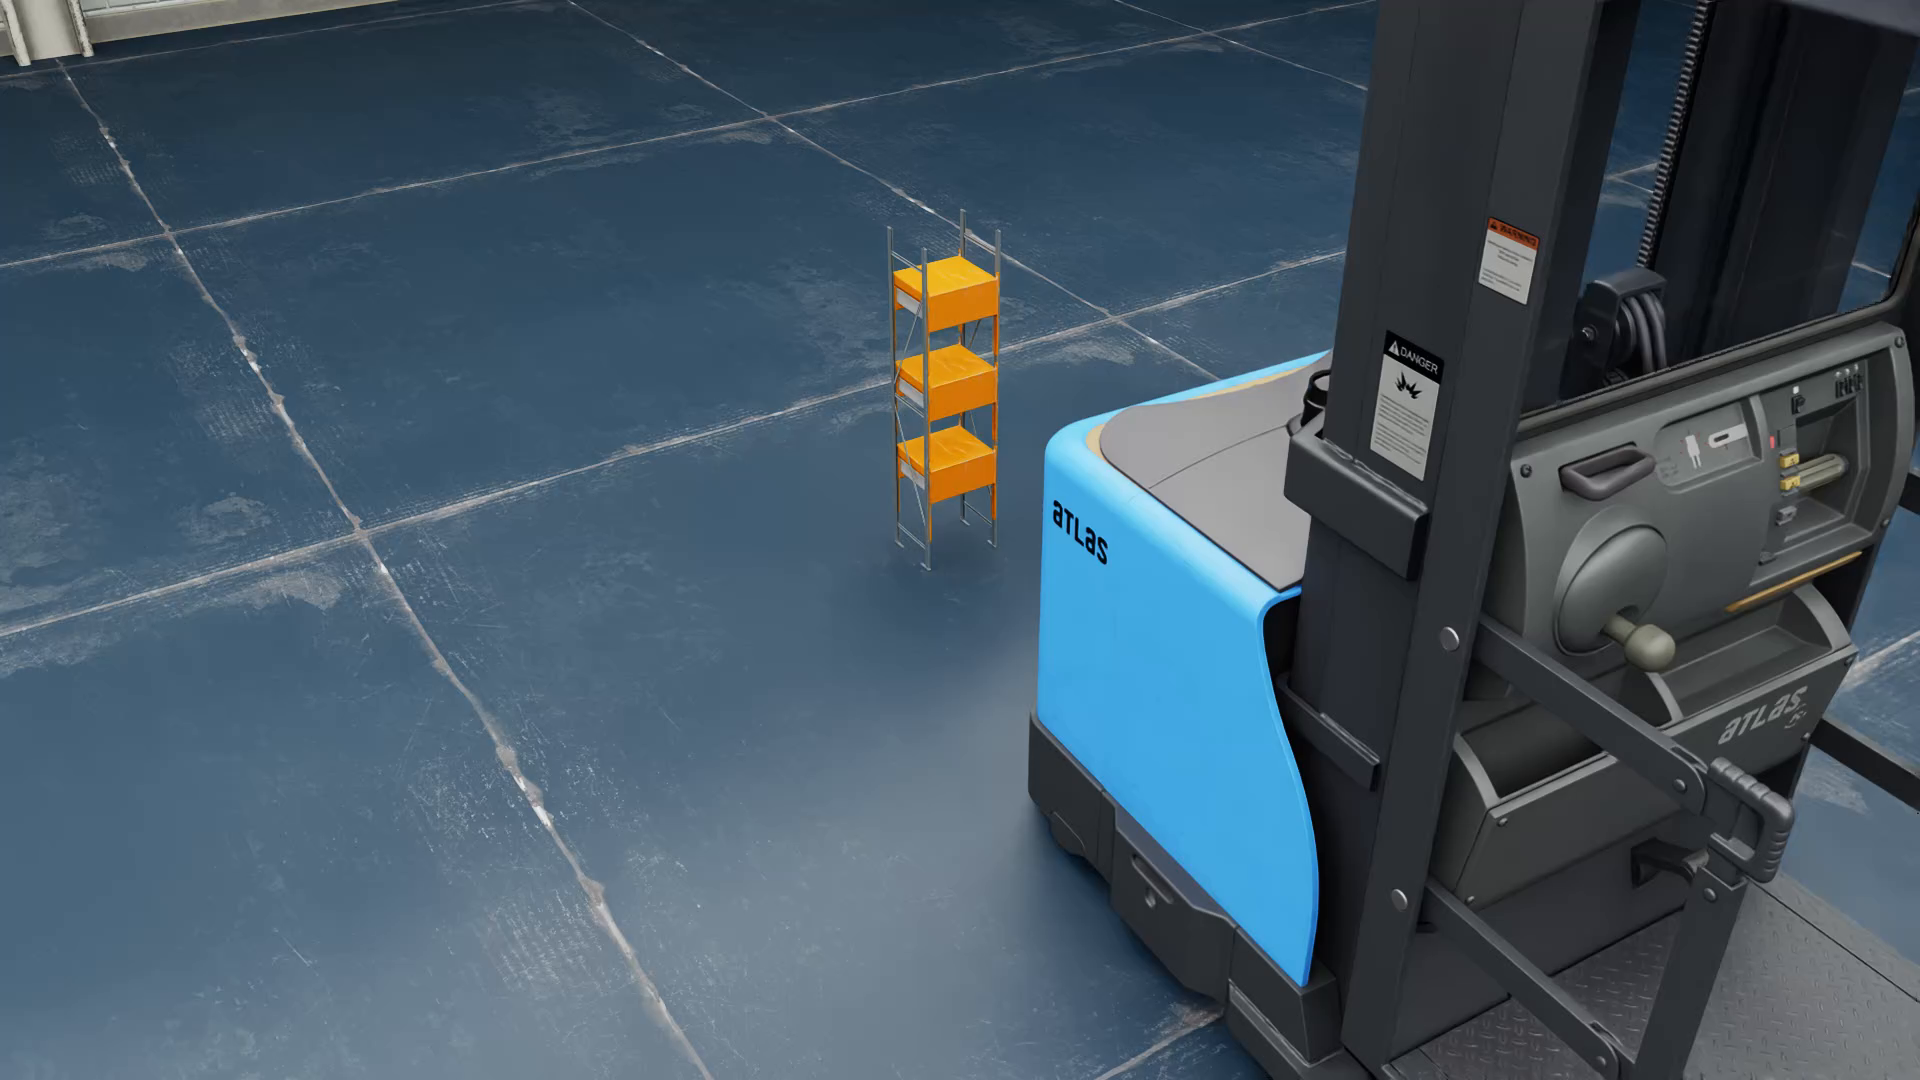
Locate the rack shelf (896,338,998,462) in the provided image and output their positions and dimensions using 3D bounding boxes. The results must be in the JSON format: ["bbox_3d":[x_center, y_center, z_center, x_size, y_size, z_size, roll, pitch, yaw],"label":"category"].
[{"bbox_3d":[-0.045,-0.420,4.951,0.240,0.259,0.215,-19,37,-27],"label":"rack shelf"}]

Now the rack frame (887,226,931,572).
[{"bbox_3d":[-0.148,-0.393,4.889,0.008,1.050,0.200,-19,37,-27],"label":"rack frame"}]

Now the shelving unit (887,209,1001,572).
[{"bbox_3d":[-0.045,-0.429,4.945,0.252,1.050,0.215,-19,37,-27],"label":"shelving unit"}]

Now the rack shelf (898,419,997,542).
[{"bbox_3d":[-0.045,-0.185,5.099,0.240,0.259,0.215,-19,37,-27],"label":"rack shelf"}]

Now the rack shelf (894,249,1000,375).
[{"bbox_3d":[-0.045,-0.660,4.800,0.240,0.259,0.215,-19,37,-27],"label":"rack shelf"}]

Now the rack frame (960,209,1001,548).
[{"bbox_3d":[0.058,-0.464,5.001,0.008,1.050,0.200,-19,37,-27],"label":"rack frame"}]

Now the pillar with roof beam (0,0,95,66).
[{"bbox_3d":[-2.996,-4.730,4.315,0.400,9.000,9.100,-19,37,-27],"label":"pillar with roof beam"}]

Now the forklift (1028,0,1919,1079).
[{"bbox_3d":[1.340,-0.022,2.537,1.130,2.935,3.031,-17,36,-25],"label":"forklift"}]
